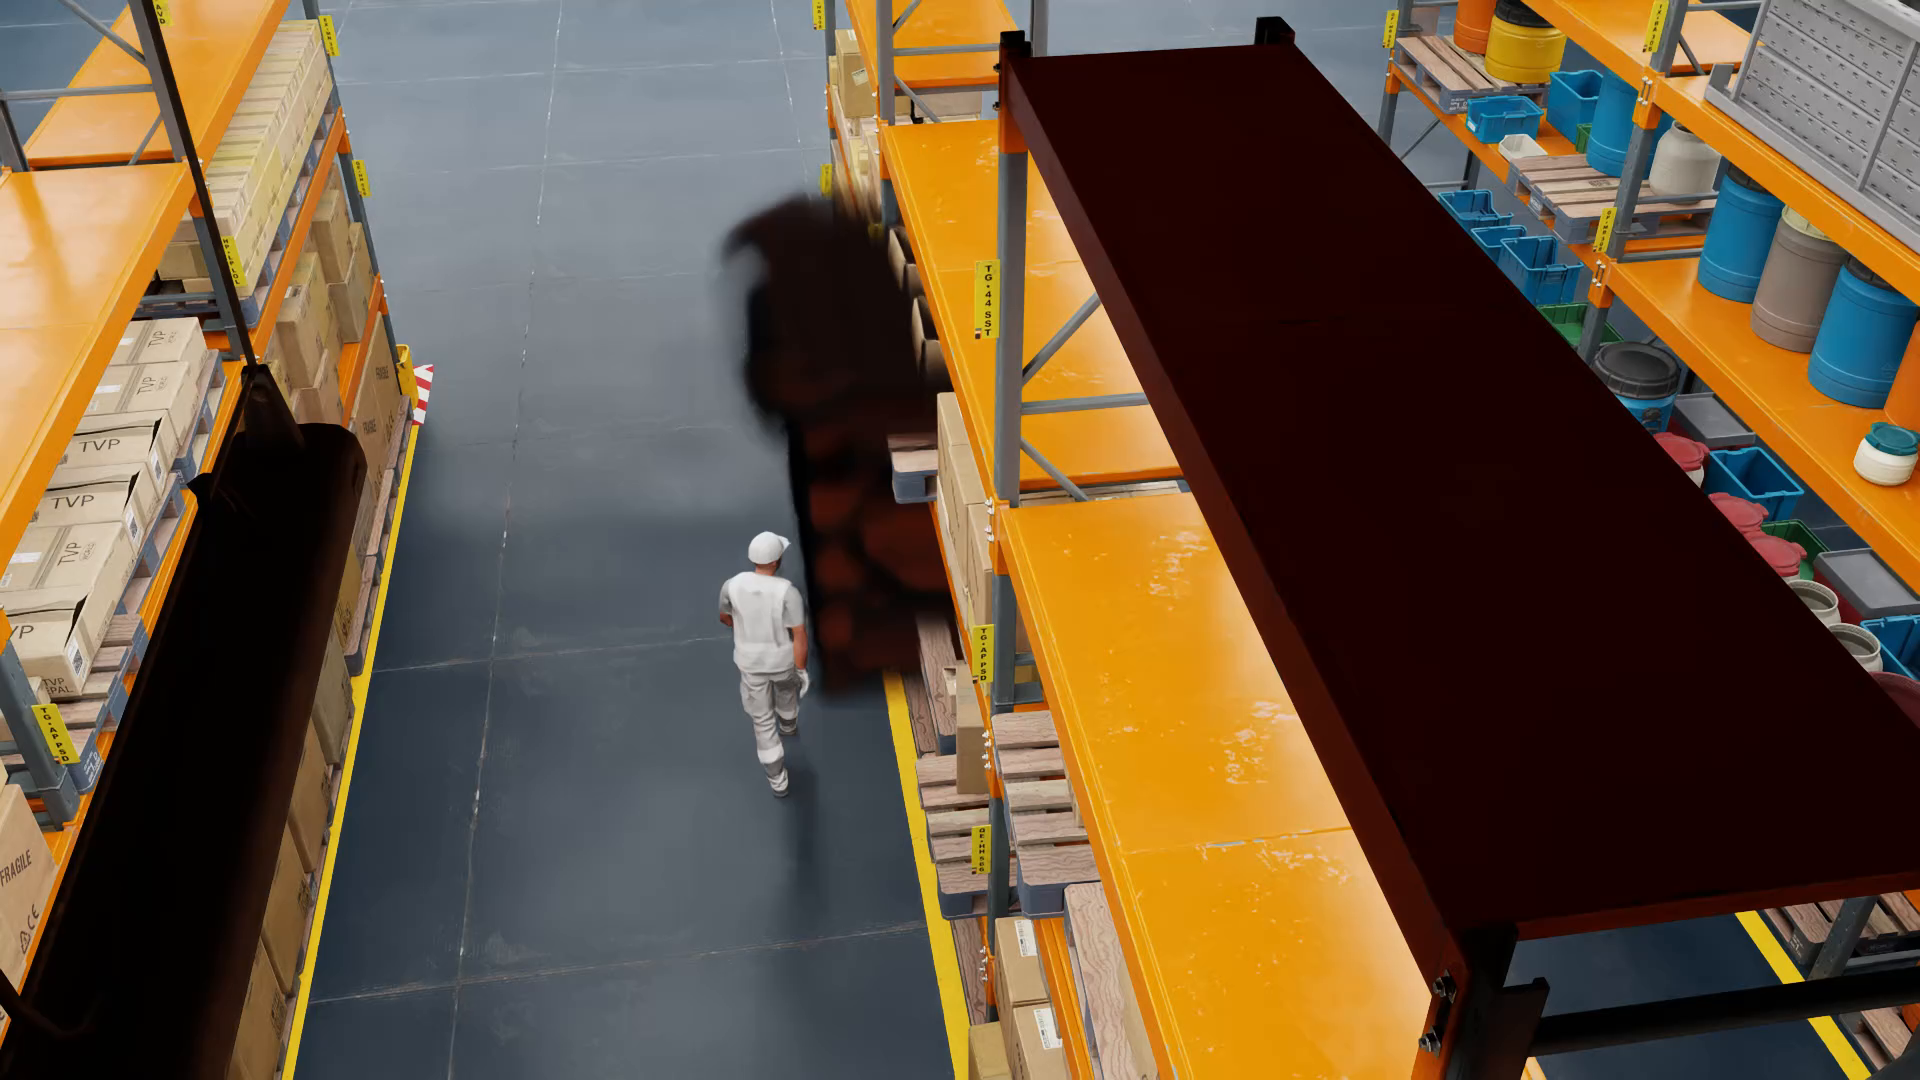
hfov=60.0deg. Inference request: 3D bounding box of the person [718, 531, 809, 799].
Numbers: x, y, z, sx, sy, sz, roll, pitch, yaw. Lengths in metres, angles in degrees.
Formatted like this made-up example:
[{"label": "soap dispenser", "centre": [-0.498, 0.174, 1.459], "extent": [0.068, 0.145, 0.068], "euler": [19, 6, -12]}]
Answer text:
[{"label": "person", "centre": [-1.227, 0.772, 10.518], "extent": [0.533, 1.830, 0.857], "euler": [-5, 37, -7]}]
